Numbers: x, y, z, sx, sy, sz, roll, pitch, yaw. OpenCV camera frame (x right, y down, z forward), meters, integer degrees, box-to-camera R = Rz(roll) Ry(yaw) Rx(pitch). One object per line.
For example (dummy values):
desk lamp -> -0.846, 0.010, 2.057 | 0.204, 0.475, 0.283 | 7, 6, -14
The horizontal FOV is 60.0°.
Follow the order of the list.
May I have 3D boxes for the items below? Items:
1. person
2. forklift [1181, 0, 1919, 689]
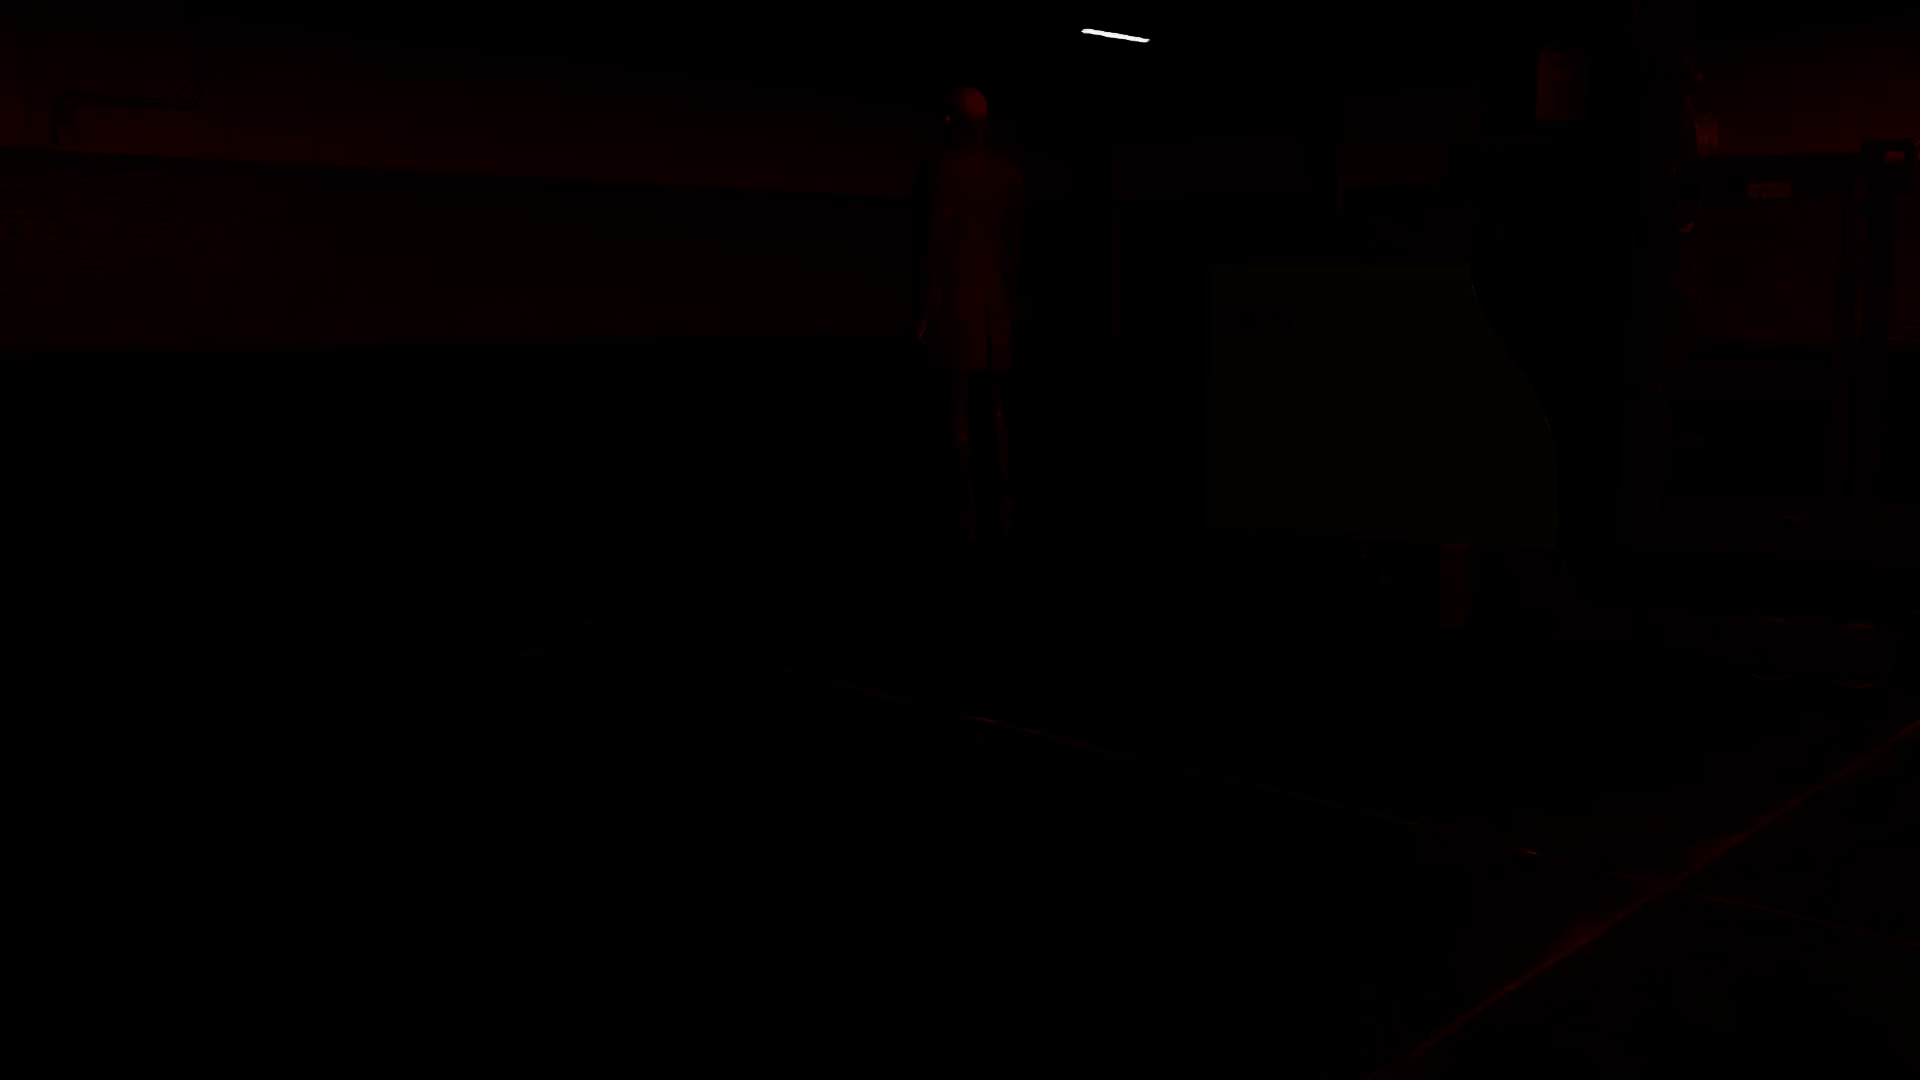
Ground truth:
person -> -0.020, -0.884, 6.601 | 0.377, 1.783, 0.558 | 8, 12, 43
forklift -> 2.226, -1.162, 4.593 | 3.031, 2.935, 1.130 | 4, 9, 24
